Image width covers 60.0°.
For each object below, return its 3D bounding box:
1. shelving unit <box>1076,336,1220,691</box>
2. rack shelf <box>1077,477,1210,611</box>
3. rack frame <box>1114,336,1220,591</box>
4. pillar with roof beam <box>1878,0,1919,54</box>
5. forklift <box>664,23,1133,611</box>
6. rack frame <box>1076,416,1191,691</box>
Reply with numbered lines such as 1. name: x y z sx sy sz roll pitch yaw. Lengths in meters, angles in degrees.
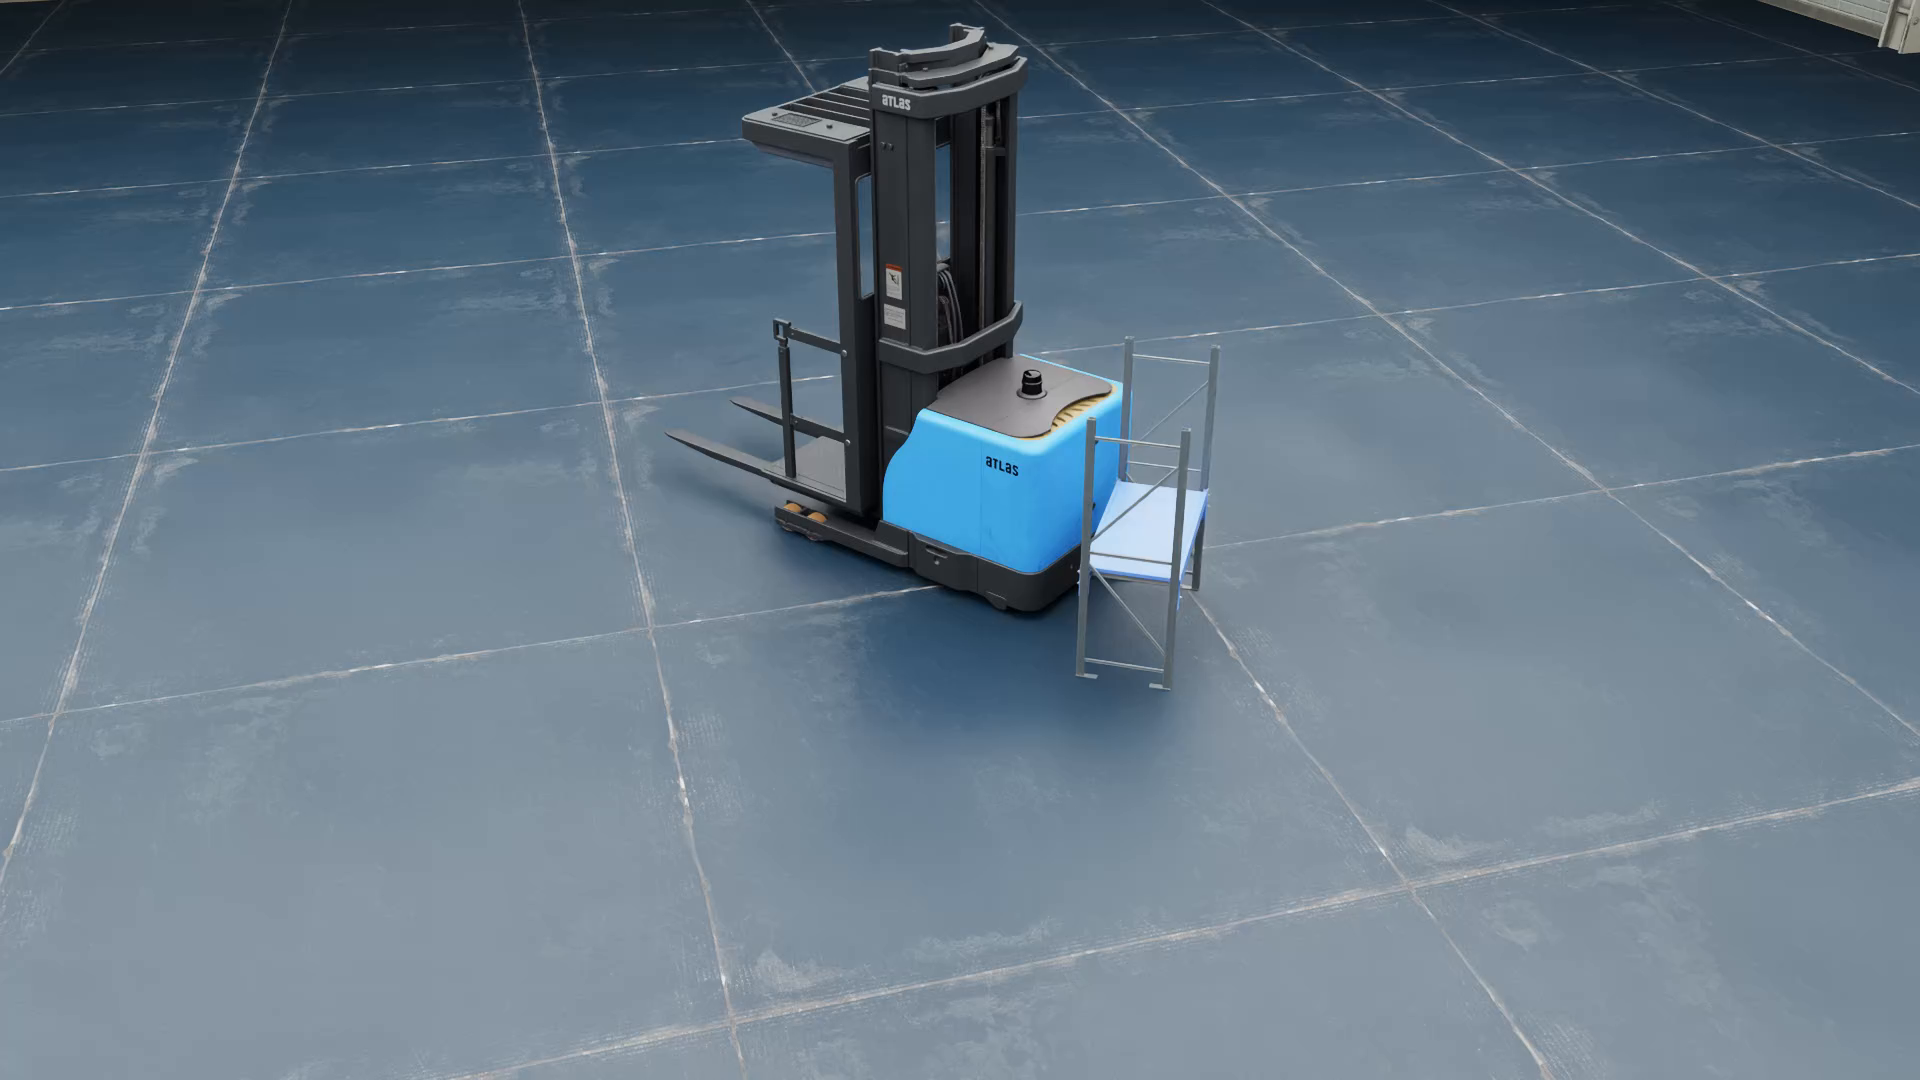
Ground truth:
1. shelving unit: 0.988 -0.152 8.746 0.538 1.500 1.048 8 31 13
2. rack shelf: 0.988 0.004 8.836 0.538 0.185 1.000 8 31 13
3. rack frame: 1.123 -0.397 9.170 0.500 1.500 0.032 8 31 13
4. pillar with roof beam: 7.361 -9.338 17.131 9.100 9.000 0.400 -8 31 -13
5. forklift: -0.499 -1.455 9.569 3.031 2.935 1.130 20 36 31
6. rack frame: 0.853 0.094 8.322 0.500 1.500 0.032 8 31 13
